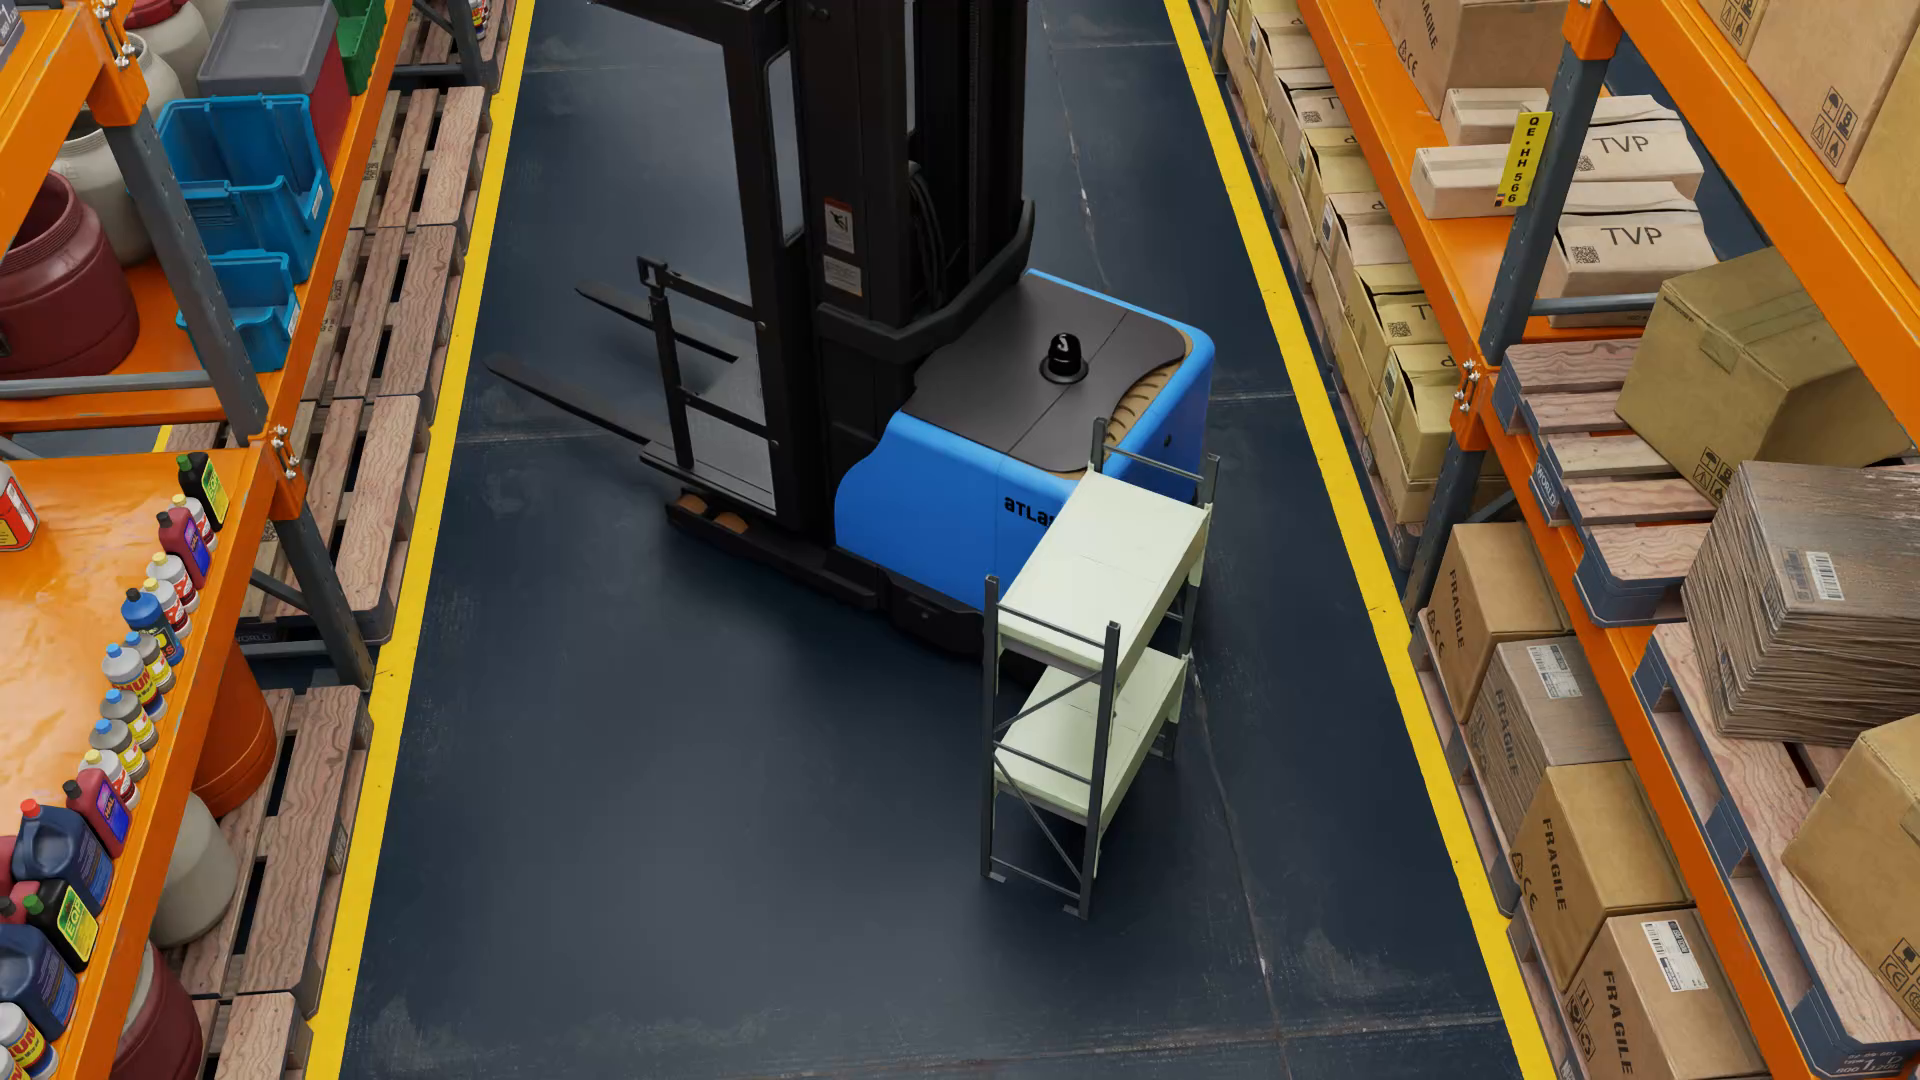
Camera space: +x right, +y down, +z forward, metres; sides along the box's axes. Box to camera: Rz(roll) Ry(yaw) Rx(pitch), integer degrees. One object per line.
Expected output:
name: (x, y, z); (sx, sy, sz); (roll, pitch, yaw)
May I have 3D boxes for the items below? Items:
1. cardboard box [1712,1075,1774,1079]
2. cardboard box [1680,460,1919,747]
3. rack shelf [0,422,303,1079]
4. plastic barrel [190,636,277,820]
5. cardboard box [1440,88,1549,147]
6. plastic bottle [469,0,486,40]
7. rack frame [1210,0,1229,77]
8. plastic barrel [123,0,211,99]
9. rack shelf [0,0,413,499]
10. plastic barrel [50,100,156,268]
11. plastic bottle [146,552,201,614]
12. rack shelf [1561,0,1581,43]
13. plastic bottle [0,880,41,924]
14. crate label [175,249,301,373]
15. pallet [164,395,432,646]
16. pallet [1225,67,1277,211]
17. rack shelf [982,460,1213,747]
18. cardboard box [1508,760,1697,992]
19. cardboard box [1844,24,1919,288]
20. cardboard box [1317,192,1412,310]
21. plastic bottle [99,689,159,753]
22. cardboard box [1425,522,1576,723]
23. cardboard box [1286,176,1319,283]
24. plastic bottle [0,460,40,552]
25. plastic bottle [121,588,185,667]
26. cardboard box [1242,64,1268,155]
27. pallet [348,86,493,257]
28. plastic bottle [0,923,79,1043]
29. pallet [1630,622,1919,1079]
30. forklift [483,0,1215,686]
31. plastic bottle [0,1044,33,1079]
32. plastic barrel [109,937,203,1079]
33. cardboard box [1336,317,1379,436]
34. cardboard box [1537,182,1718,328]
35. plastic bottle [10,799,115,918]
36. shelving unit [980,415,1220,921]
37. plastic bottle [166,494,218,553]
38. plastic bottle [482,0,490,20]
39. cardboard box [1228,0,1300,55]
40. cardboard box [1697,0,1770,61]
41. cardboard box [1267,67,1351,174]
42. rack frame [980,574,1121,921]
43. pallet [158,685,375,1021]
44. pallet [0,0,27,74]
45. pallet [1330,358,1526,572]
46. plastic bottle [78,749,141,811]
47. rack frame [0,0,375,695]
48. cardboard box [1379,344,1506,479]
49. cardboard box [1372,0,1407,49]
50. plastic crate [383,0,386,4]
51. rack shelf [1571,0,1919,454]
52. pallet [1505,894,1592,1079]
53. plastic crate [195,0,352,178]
cardboard box: (2.164, 1.772, 4.425); (0.500, 0.500, 0.500); (-3, 47, -3)
cardboard box: (2.282, 0.174, 4.162); (0.700, 0.500, 0.500); (4, 47, 4)
rack shelf: (-2.538, 1.223, 4.021); (1.077, 0.370, 4.000); (-3, 47, -3)
plastic barrel: (-2.647, 0.483, 5.432); (0.600, 0.830, 0.708); (-3, 47, -3)
cardboard box: (2.068, -1.603, 6.375); (0.380, 0.149, 0.250); (0, 47, 0)
plastic bottle: (-2.630, -2.836, 8.946); (0.097, 0.271, 0.097); (0, 47, 0)
rack frame: (1.896, -3.664, 8.154); (1.000, 3.000, 0.127); (-3, 47, -3)
plastic barrel: (-3.081, -1.863, 6.355); (0.433, 0.535, 0.433); (0, 47, 0)
rack shelf: (-2.873, -1.671, 6.762); (1.077, 0.370, 4.000); (-3, 47, -3)
plastic barrel: (-3.004, -1.241, 5.783); (0.421, 0.512, 0.421); (0, 47, 0)
plastic bottle: (-2.235, 0.115, 4.712); (0.097, 0.201, 0.097); (0, 47, 0)
rack shelf: (2.064, -3.001, 5.956); (1.077, 0.370, 4.000); (-3, 47, -3)
plastic bottle: (-2.185, 0.896, 3.916); (0.061, 0.283, 0.133); (-3, 47, -3)
crate label: (-2.367, -0.741, 5.502); (0.303, 0.233, 0.416); (-3, 47, -3)
pallet: (-2.731, -0.075, 6.676); (1.003, 0.211, 1.213); (-3, 47, -3)
pallet: (1.997, -2.174, 8.664); (1.003, 0.211, 1.213); (-3, 47, -3)
rack shelf: (0.419, 0.178, 5.011); (0.431, 0.370, 0.720); (21, 50, 18)
cardboard box: (2.071, 1.027, 5.130); (0.500, 0.500, 0.500); (-4, 47, -4)
cardboard box: (2.387, -0.777, 3.285); (0.910, 0.500, 0.500); (-3, 47, -3)
cardboard box: (1.852, -1.267, 7.102); (0.500, 0.311, 0.500); (-4, 47, -4)
plastic bottle: (-2.195, 0.467, 4.378); (0.097, 0.201, 0.097); (0, 47, 0)
cardboard box: (1.984, 0.285, 5.833); (0.500, 0.500, 0.500); (-2, 47, -2)
cardboard box: (1.812, -1.443, 7.655); (0.500, 0.250, 0.500); (-3, 47, -3)
plastic bottle: (-2.840, -0.105, 4.869); (0.152, 0.276, 0.135); (-3, 47, -3)
plastic bottle: (-2.219, 0.232, 4.553); (0.097, 0.271, 0.097); (0, 47, 0)
cardboard box: (1.725, -2.186, 8.359); (0.500, 0.250, 0.500); (-2, 47, -2)
pallet: (-2.936, -1.841, 8.348); (1.003, 0.211, 1.213); (-3, 47, -3)
plastic bottle: (-2.152, 0.987, 3.783); (0.144, 0.351, 0.185); (-3, 47, -3)
pallet: (2.398, 0.703, 4.151); (1.003, 0.211, 1.213); (-3, 47, -3)
forklift: (-0.594, -1.262, 5.927); (3.031, 2.935, 1.130); (24, 51, 21)
plastic bottle: (-2.109, 1.186, 3.650); (0.097, 0.271, 0.097); (0, 47, 0)
plastic barrel: (-2.553, 1.383, 4.746); (0.600, 0.588, 0.708); (-3, 47, -3)
cardboard box: (1.897, -0.707, 6.958); (0.500, 0.250, 0.500); (-4, 47, -4)
cardboard box: (2.244, -1.005, 5.697); (0.500, 0.311, 0.500); (-1, 47, -1)
plastic bottle: (-2.179, 0.757, 4.001); (0.144, 0.351, 0.185); (-3, 47, -3)
shelving unit: (0.419, 0.446, 5.294); (0.431, 1.500, 0.755); (21, 50, 18)
plastic bottle: (-2.255, -0.052, 4.870); (0.097, 0.201, 0.097); (0, 47, 0)
plastic bottle: (-2.647, -2.959, 9.111); (0.097, 0.201, 0.097); (0, 47, 0)
cardboard box: (1.683, -2.741, 8.499); (0.500, 0.311, 0.500); (-3, 47, -3)
cardboard box: (2.301, -1.522, 3.991); (0.910, 0.500, 0.500); (-3, 47, -3)
cardboard box: (1.764, -2.005, 7.801); (0.500, 0.311, 0.500); (-5, 47, -5)
rack frame: (0.251, 0.682, 5.071); (0.400, 1.500, 0.023); (21, 50, 18)
pallet: (-2.598, 1.055, 5.605); (1.003, 0.211, 1.213); (-3, 47, -3)
pallet: (-2.739, -0.879, 3.580); (1.003, 0.211, 1.213); (-3, 47, -3)
pallet: (2.201, -0.409, 6.992); (1.003, 0.211, 1.213); (-3, 47, -3)
plastic bottle: (-2.178, 0.608, 4.245); (0.097, 0.201, 0.097); (0, 47, 0)
rack frame: (-2.705, -0.471, 5.131); (1.000, 3.000, 0.127); (-3, 47, -3)
cardboard box: (1.942, -0.526, 6.400); (0.500, 0.311, 0.500); (-2, 47, -2)
cardboard box: (2.030, -2.398, 6.886); (0.500, 0.500, 0.500); (-3, 47, -3)
plastic crate: (-2.638, -2.581, 7.139); (0.392, 0.384, 0.575); (-3, 47, -3)
rack shelf: (2.399, -0.107, 3.215); (1.077, 0.370, 4.000); (-3, 47, -3)
pallet: (2.355, 1.612, 5.078); (1.003, 0.211, 1.213); (-3, 47, -3)
plastic crate: (-2.536, -1.681, 6.232); (0.402, 0.464, 0.583); (-3, 47, -3)
